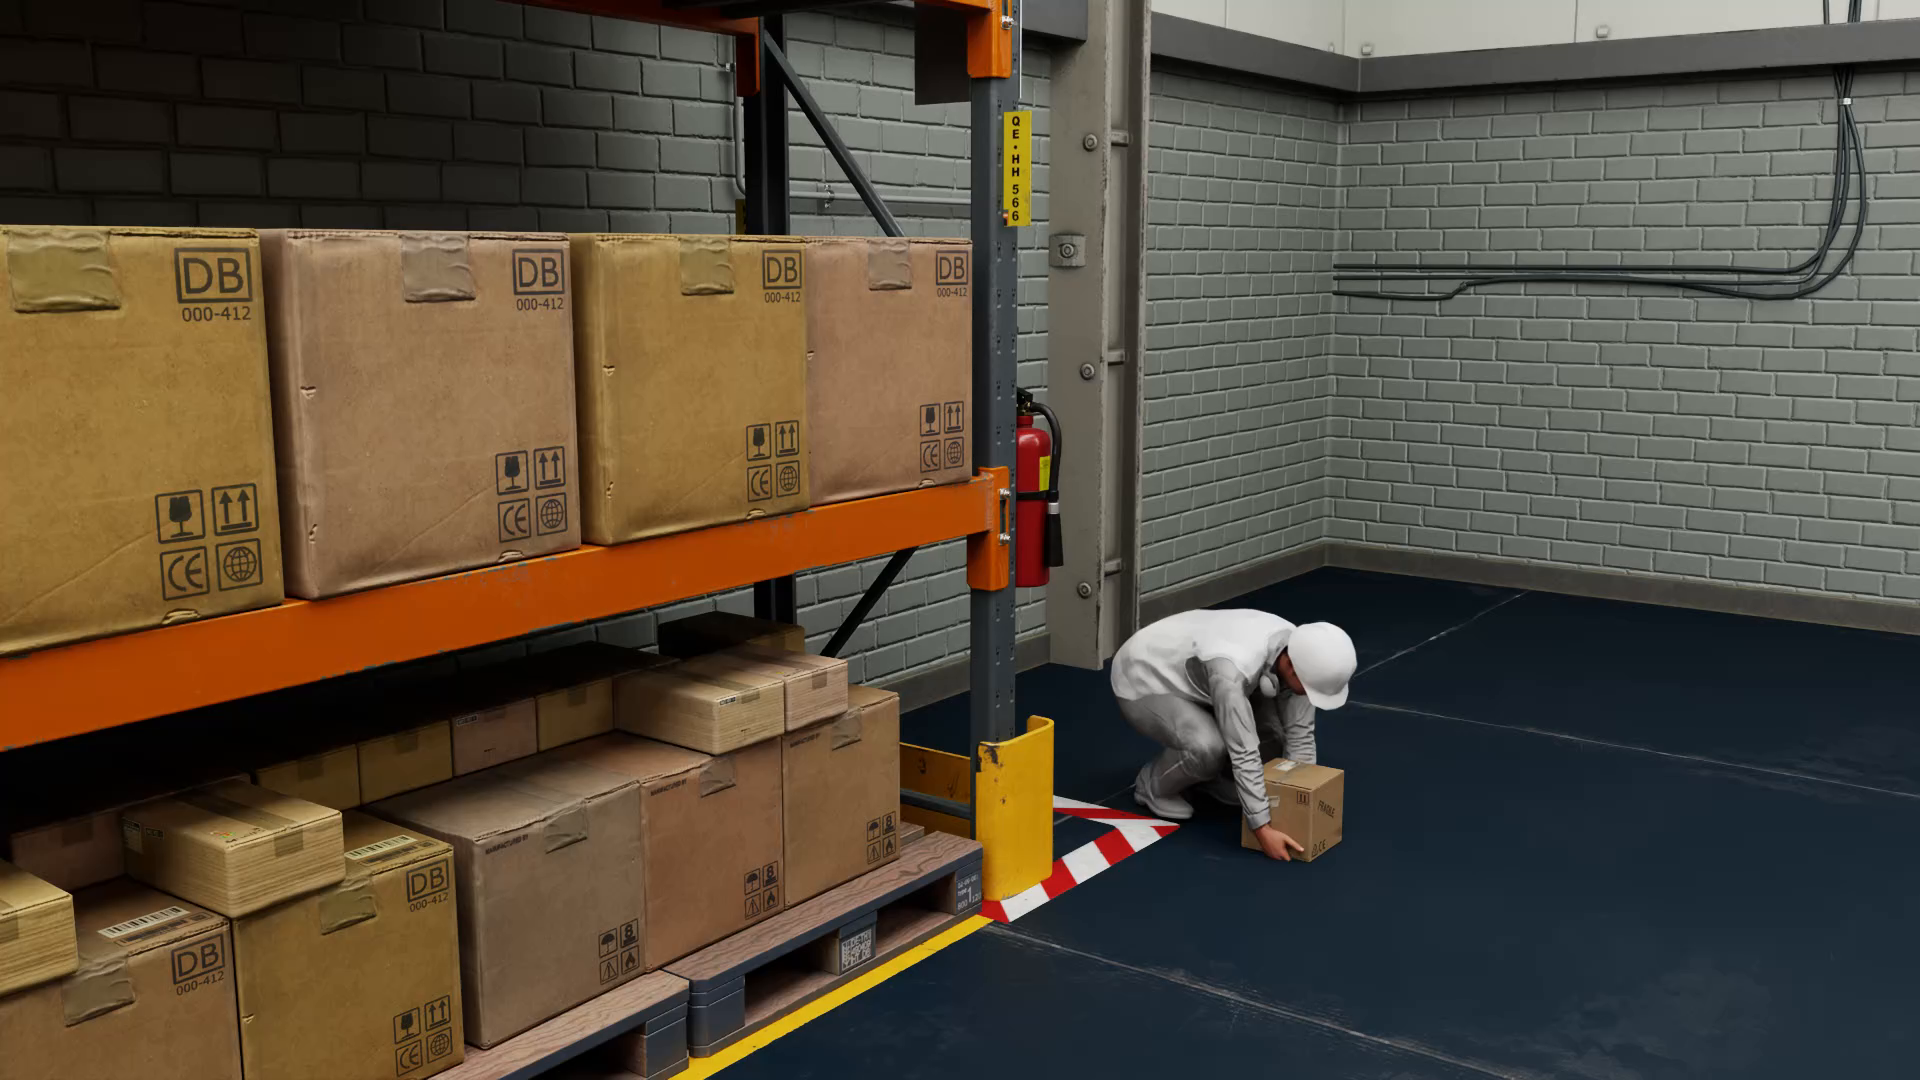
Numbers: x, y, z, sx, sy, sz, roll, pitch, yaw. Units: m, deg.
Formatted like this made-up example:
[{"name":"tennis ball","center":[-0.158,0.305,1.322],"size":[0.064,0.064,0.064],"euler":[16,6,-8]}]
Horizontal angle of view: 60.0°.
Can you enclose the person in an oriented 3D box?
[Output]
[{"name":"person","center":[0.952,0.635,5.788],"size":[0.520,0.838,0.970],"euler":[-6,12,-33]}]
